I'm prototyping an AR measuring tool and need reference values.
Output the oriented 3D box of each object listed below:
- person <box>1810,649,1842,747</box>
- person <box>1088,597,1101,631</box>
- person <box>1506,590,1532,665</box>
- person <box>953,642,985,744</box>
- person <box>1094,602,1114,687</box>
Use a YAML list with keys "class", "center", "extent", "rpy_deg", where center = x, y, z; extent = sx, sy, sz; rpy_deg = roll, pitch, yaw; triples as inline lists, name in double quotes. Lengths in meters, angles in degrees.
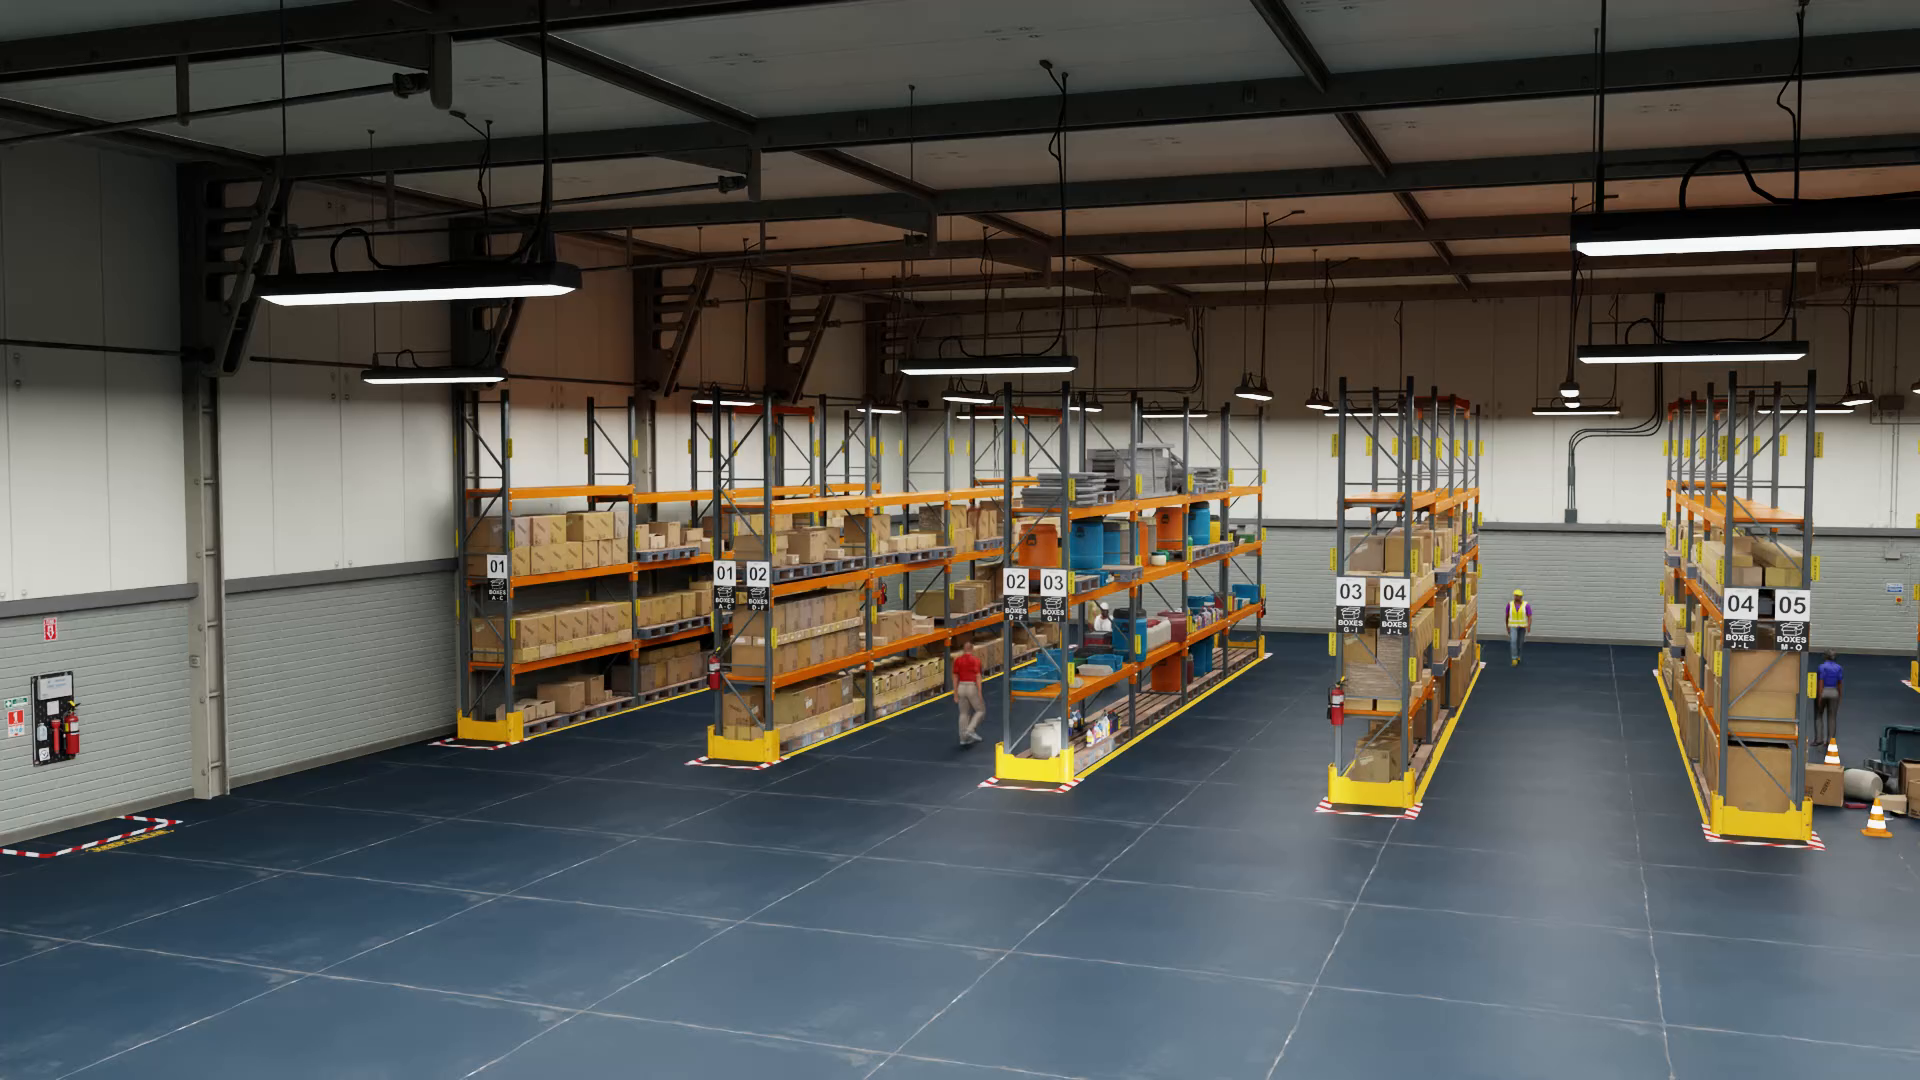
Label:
- class: "person"
  center: [14.522, 2.675, 27.821]
  extent: [0.446, 1.705, 0.595]
  rpy_deg: [1, 3, 18]
- class: "person"
  center: [3.149, 1.997, 39.216]
  extent: [0.459, 1.671, 0.473]
  rpy_deg: [-1, 3, -12]
- class: "person"
  center: [12.926, 1.997, 38.409]
  extent: [0.534, 1.698, 1.047]
  rpy_deg: [0, 3, 8]
- class: "person"
  center: [0.130, 2.588, 28.136]
  extent: [0.589, 1.716, 0.495]
  rpy_deg: [2, 4, 29]
- class: "person"
  center: [3.007, 2.213, 34.726]
  extent: [0.631, 1.822, 0.593]
  rpy_deg: [2, 4, 33]
